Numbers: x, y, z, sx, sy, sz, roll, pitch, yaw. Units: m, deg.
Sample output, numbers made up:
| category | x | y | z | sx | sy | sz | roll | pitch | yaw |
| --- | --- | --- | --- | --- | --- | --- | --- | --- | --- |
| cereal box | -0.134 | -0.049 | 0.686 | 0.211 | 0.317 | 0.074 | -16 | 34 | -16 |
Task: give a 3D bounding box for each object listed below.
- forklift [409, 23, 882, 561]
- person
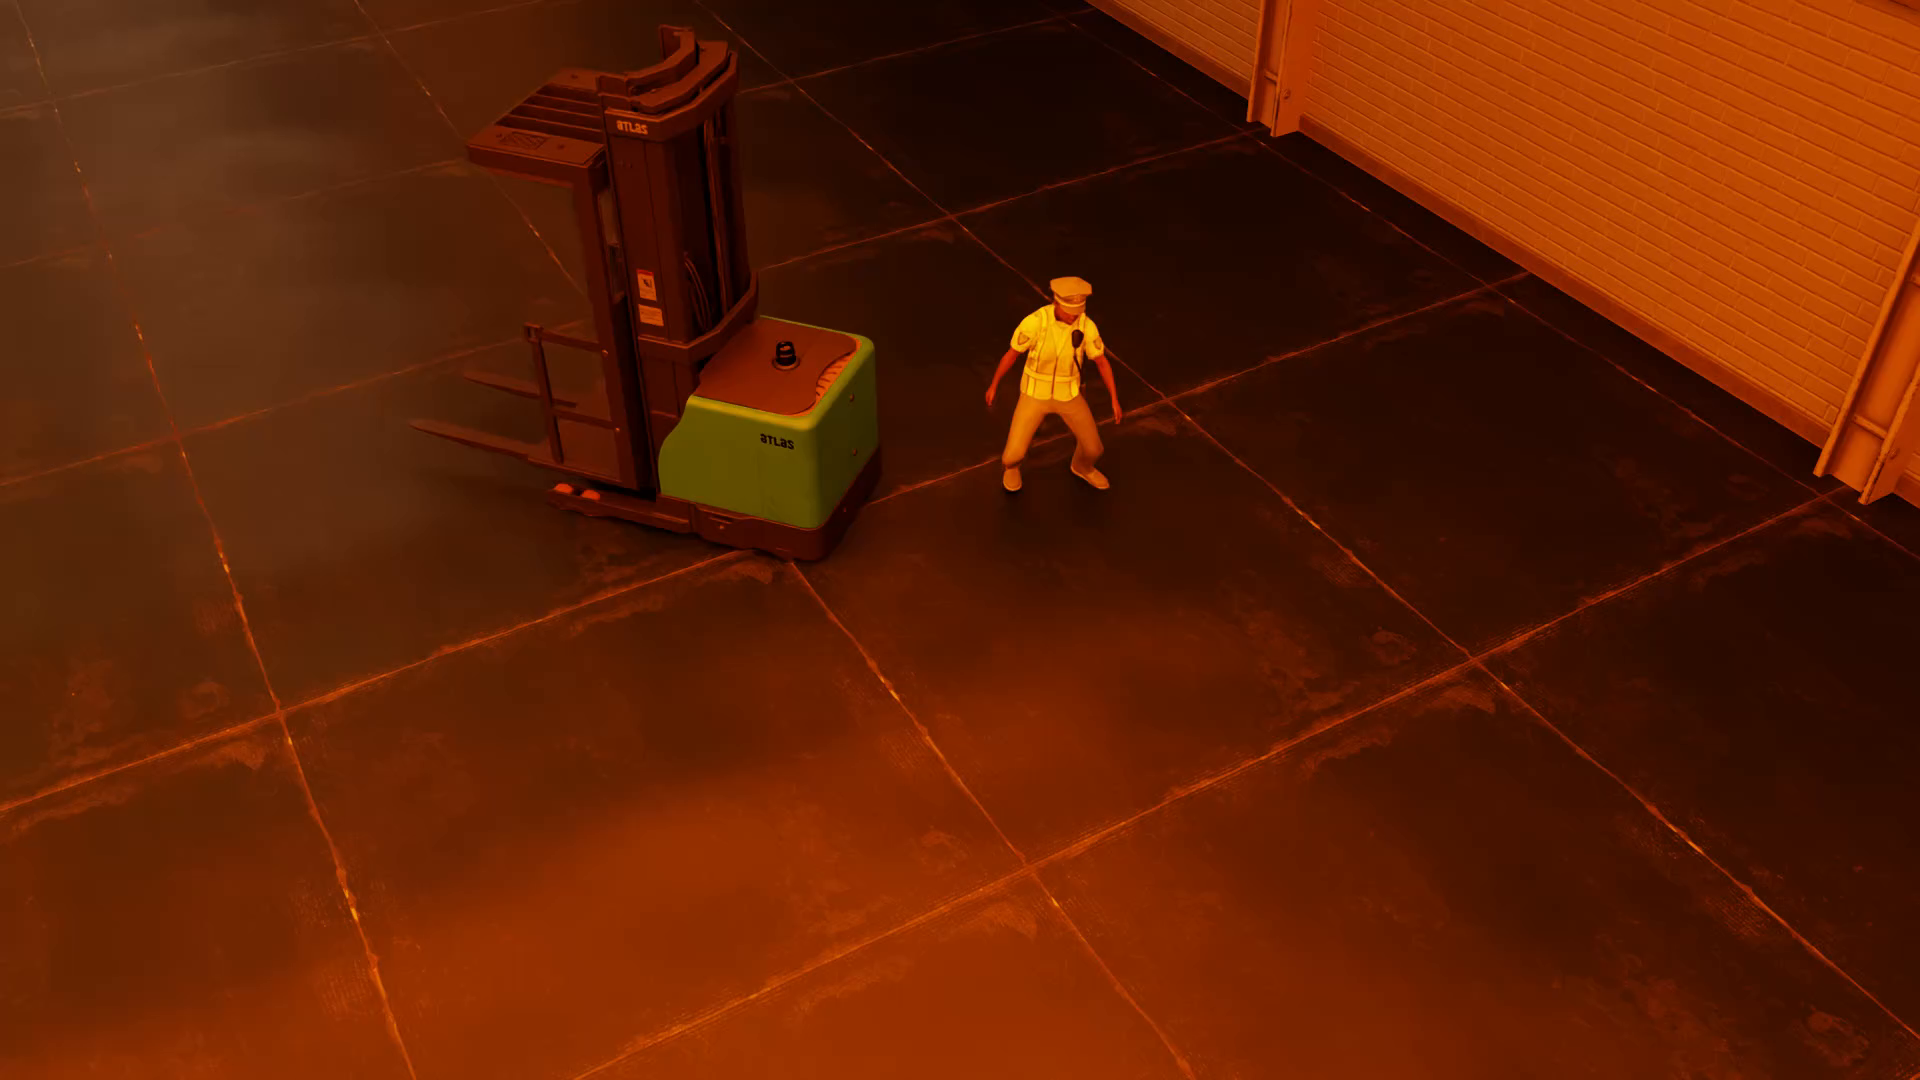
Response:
| category | x | y | z | sx | sy | sz | roll | pitch | yaw |
| --- | --- | --- | --- | --- | --- | --- | --- | --- | --- |
| forklift | -2.078 | -1.579 | 9.940 | 3.031 | 2.935 | 1.130 | 13 | 42 | 16 |
| person | 0.575 | -0.900 | 10.212 | 0.835 | 1.569 | 0.539 | 1 | 40 | 1 |
